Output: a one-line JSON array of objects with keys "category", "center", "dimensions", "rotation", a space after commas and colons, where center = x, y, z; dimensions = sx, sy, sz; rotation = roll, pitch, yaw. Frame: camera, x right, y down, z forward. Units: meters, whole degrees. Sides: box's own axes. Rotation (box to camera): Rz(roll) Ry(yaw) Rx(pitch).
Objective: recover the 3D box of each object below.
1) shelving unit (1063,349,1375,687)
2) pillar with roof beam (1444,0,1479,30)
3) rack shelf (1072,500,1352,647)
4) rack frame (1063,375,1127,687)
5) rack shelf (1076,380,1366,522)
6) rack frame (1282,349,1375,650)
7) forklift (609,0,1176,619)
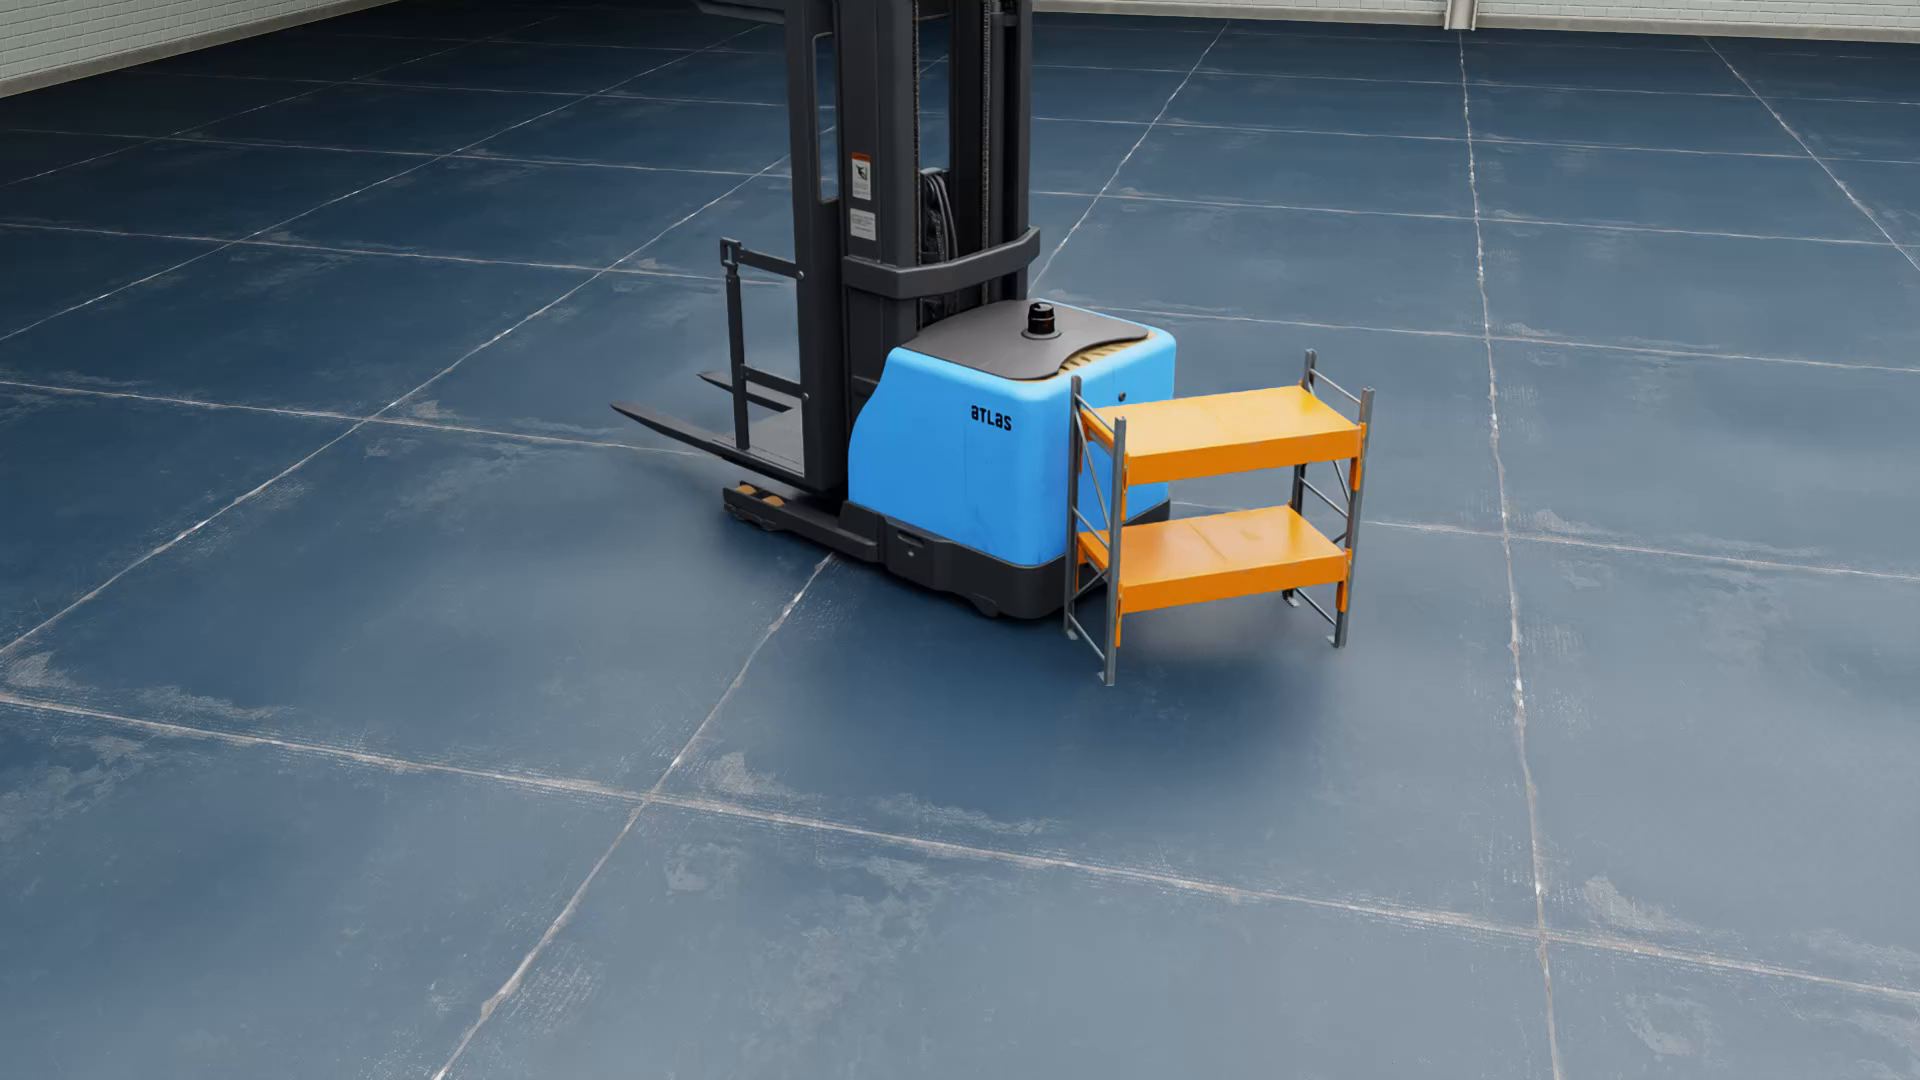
[{"category": "shelving unit", "center": [1.006, -0.098, 6.648], "dimensions": [1.048, 1.125, 0.538], "rotation": [-8, 26, -16]}, {"category": "pillar with roof beam", "center": [5.515, -9.026, 16.240], "dimensions": [0.400, 9.000, 9.100], "rotation": [6, 26, 13]}, {"category": "rack shelf", "center": [1.006, 0.123, 6.753], "dimensions": [1.000, 0.278, 0.538], "rotation": [-8, 26, -16]}, {"category": "rack frame", "center": [0.520, -0.033, 6.512], "dimensions": [0.032, 1.125, 0.500], "rotation": [-8, 26, -16]}, {"category": "rack shelf", "center": [1.006, -0.362, 6.522], "dimensions": [1.000, 0.278, 0.538], "rotation": [-8, 26, -16]}, {"category": "rack frame", "center": [1.491, -0.163, 6.784], "dimensions": [0.032, 1.125, 0.500], "rotation": [-8, 26, -16]}, {"category": "forklift", "center": [-0.493, -1.512, 7.517], "dimensions": [3.031, 2.935, 1.130], "rotation": [21, 33, 37]}]
